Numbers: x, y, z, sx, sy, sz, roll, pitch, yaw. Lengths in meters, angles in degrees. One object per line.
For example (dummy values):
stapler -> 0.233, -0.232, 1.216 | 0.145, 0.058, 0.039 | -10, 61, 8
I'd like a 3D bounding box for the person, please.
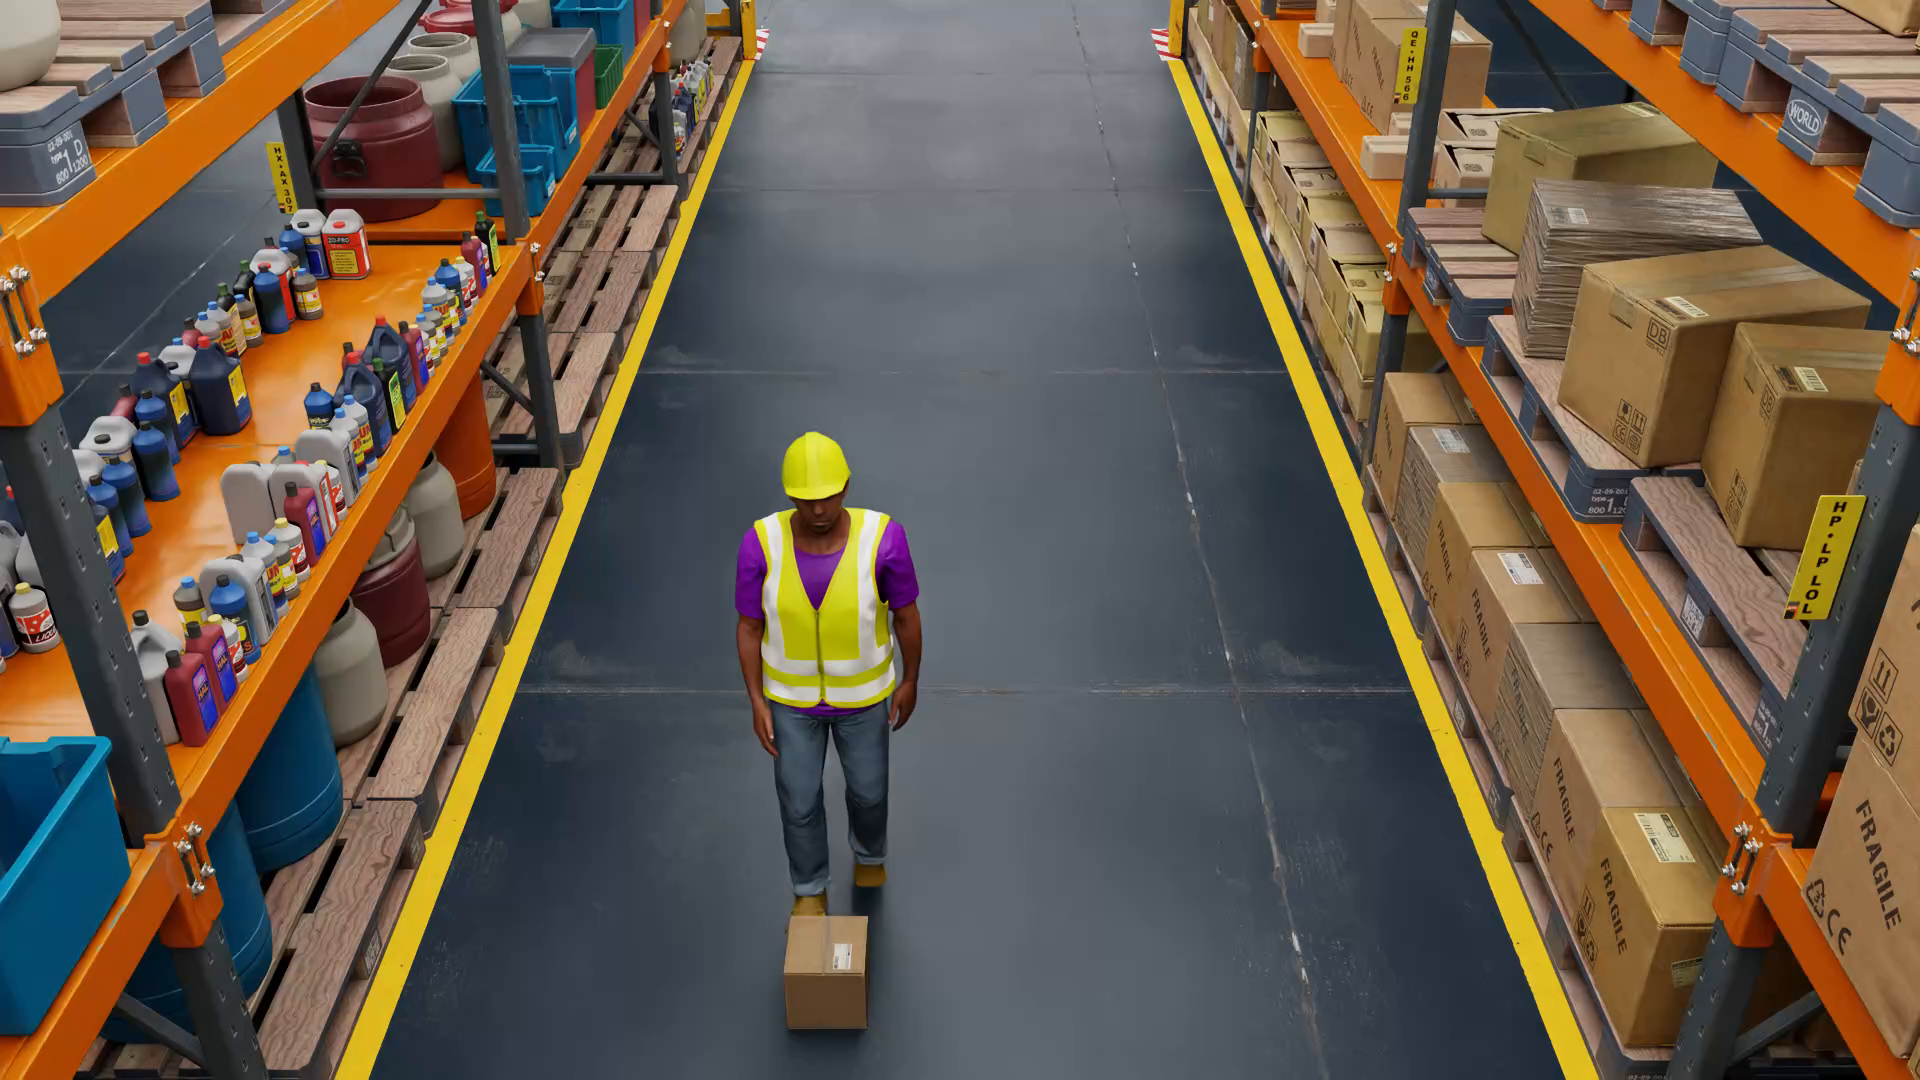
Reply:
person -> -0.415, 0.534, 5.331 | 0.585, 1.845, 0.515 | 0, 31, 0
